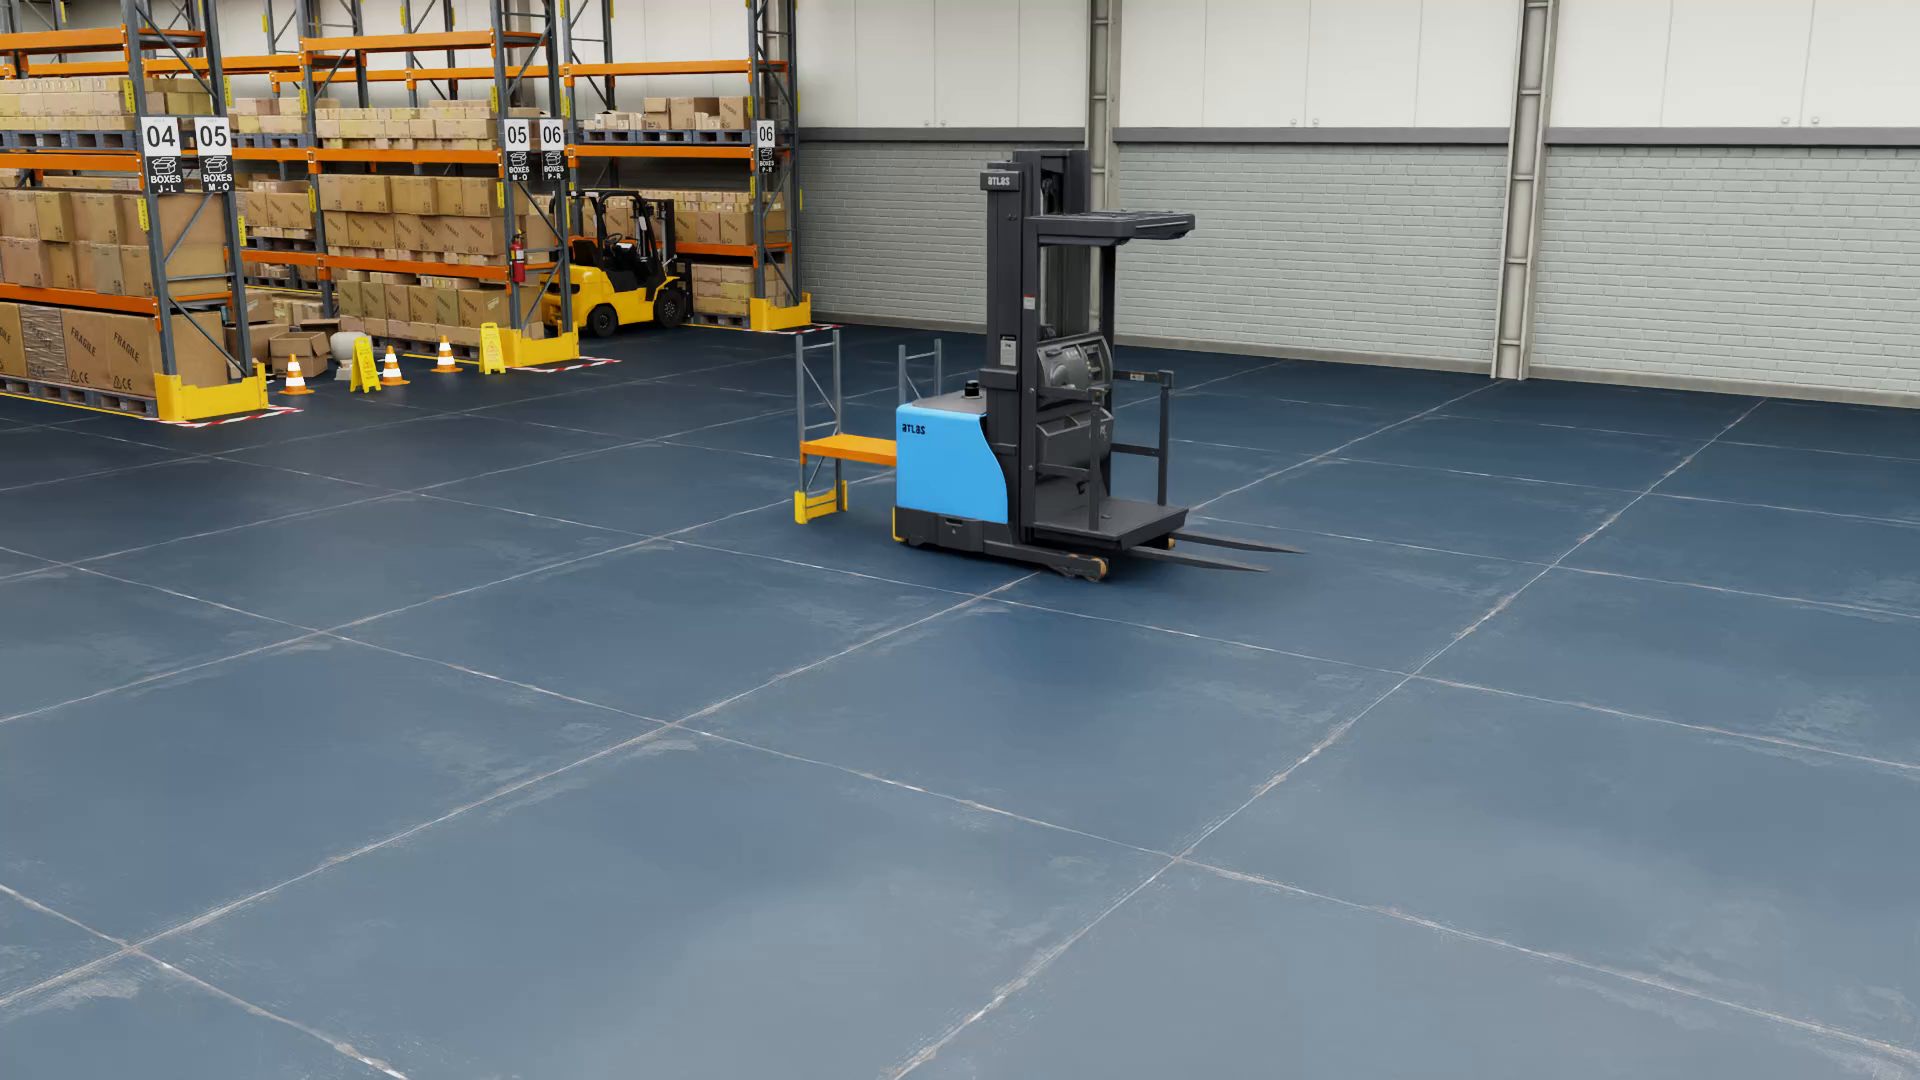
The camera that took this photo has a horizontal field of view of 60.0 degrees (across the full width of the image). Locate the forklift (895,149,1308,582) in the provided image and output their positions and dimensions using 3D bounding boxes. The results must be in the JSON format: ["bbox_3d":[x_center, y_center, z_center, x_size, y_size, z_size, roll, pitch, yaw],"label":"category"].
[{"bbox_3d":[1.001,-1.275,11.876,3.031,2.935,1.130,10,17,34],"label":"forklift"}]

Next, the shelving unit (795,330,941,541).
[{"bbox_3d":[-0.725,-0.853,13.147,1.083,1.500,0.587,10,17,34],"label":"shelving unit"}]

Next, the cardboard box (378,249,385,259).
[{"bbox_3d":[-7.981,-4.059,23.503,0.250,0.149,0.380,9,17,33],"label":"cardboard box"}]

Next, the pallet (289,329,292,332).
[{"bbox_3d":[-10.627,-3.324,25.813,1.213,0.211,1.003,9,17,33],"label":"pallet"}]

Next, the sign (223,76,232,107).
[{"bbox_3d":[-8.009,-4.902,18.157,0.005,0.325,0.100,9,17,33],"label":"sign"}]

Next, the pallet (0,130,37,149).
[{"bbox_3d":[-10.969,-4.711,19.554,1.213,0.211,1.003,9,17,33],"label":"pallet"}]

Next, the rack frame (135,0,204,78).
[{"bbox_3d":[-12.283,-7.859,25.843,0.127,3.000,1.000,9,17,33],"label":"rack frame"}]

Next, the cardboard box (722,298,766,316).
[{"bbox_3d":[-3.444,-3.733,26.510,0.500,0.250,0.500,9,17,33],"label":"cardboard box"}]

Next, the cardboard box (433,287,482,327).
[{"bbox_3d":[-6.890,-3.232,22.924,0.500,0.500,0.500,10,17,35],"label":"cardboard box"}]

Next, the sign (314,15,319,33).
[{"bbox_3d":[-12.530,-10.027,32.329,0.005,0.325,0.100,9,17,33],"label":"sign"}]

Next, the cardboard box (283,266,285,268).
[{"bbox_3d":[-13.611,-5.487,33.806,0.250,0.149,0.380,9,16,32],"label":"cardboard box"}]

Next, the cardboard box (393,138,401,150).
[{"bbox_3d":[-7.561,-5.446,22.863,0.250,0.149,0.380,9,17,33],"label":"cardboard box"}]

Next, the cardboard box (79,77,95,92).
[{"bbox_3d":[-9.211,-4.893,17.884,0.250,0.149,0.380,10,17,34],"label":"cardboard box"}]

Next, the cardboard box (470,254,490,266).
[{"bbox_3d":[-6.346,-3.771,22.338,0.250,0.149,0.380,9,16,32],"label":"cardboard box"}]

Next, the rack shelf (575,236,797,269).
[{"bbox_3d":[-4.537,-4.783,27.400,4.000,0.370,1.077,9,17,33],"label":"rack shelf"}]

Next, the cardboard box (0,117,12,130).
[{"bbox_3d":[-10.685,-4.744,18.942,0.250,0.149,0.380,9,16,32],"label":"cardboard box"}]

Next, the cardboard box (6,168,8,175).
[{"bbox_3d":[-16.193,-6.367,28.662,0.250,0.149,0.380,10,17,34],"label":"cardboard box"}]

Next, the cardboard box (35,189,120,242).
[{"bbox_3d":[-10.019,-3.731,19.091,0.500,0.550,0.875,9,17,33],"label":"cardboard box"}]

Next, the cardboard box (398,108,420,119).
[{"bbox_3d":[-7.381,-5.781,22.553,0.250,0.149,0.380,10,17,34],"label":"cardboard box"}]

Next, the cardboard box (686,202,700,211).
[{"bbox_3d":[-4.178,-5.355,26.657,0.250,0.149,0.380,9,16,31],"label":"cardboard box"}]

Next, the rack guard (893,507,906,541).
[{"bbox_3d":[-0.318,-0.177,13.018,0.087,0.250,0.587,10,17,34],"label":"rack guard"}]

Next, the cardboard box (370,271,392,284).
[{"bbox_3d":[-8.127,-3.728,23.579,0.250,0.149,0.380,10,17,35],"label":"cardboard box"}]

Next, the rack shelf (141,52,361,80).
[{"bbox_3d":[-10.623,-7.047,24.894,4.000,0.370,1.077,9,17,33],"label":"rack shelf"}]

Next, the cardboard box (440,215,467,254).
[{"bbox_3d":[-6.662,-4.153,22.529,0.500,0.500,0.500,9,17,33],"label":"cardboard box"}]

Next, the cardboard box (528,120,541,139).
[{"bbox_3d":[-5.913,-5.522,22.339,0.500,0.250,0.500,9,16,32],"label":"cardboard box"}]

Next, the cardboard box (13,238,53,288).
[{"bbox_3d":[-10.478,-3.270,19.480,0.550,0.550,0.875,9,17,33],"label":"cardboard box"}]

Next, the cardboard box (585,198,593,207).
[{"bbox_3d":[-6.079,-5.669,27.923,0.250,0.149,0.380,9,16,32],"label":"cardboard box"}]

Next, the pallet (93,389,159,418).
[{"bbox_3d":[-9.030,-1.611,18.893,1.213,0.211,1.003,9,17,33],"label":"pallet"}]

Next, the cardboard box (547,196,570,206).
[{"bbox_3d":[-6.828,-5.796,28.439,0.250,0.149,0.380,9,16,32],"label":"cardboard box"}]

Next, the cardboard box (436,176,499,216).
[{"bbox_3d":[-6.606,-4.647,22.443,0.500,0.500,0.700,9,17,33],"label":"cardboard box"}]

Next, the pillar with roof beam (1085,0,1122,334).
[{"bbox_3d":[-0.376,-6.386,19.894,0.400,9.000,9.100,9,17,33],"label":"pillar with roof beam"}]

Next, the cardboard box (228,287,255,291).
[{"bbox_3d":[-11.819,-3.797,26.515,0.625,0.372,0.950,8,16,29],"label":"cardboard box"}]

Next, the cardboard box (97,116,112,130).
[{"bbox_3d":[-8.997,-4.471,17.840,0.250,0.149,0.380,9,17,33],"label":"cardboard box"}]

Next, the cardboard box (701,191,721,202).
[{"bbox_3d":[-3.911,-5.483,26.552,0.250,0.149,0.380,9,17,33],"label":"cardboard box"}]

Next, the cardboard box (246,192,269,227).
[{"bbox_3d":[-10.312,-4.960,24.916,0.500,0.500,0.500,10,17,35],"label":"cardboard box"}]

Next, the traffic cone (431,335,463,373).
[{"bbox_3d":[-6.721,-2.443,21.729,0.334,0.463,0.336,9,17,33],"label":"traffic cone"}]

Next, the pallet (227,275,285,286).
[{"bbox_3d":[-14.420,-5.375,34.099,1.213,0.211,1.003,9,17,33],"label":"pallet"}]

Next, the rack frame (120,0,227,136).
[{"bbox_3d":[-8.323,-5.785,17.467,0.127,3.000,1.000,9,17,33],"label":"rack frame"}]

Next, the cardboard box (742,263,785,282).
[{"bbox_3d":[-3.170,-4.321,26.803,0.500,0.250,0.500,9,16,32],"label":"cardboard box"}]

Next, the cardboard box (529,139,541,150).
[{"bbox_3d":[-5.738,-5.317,22.341,0.250,0.149,0.380,9,17,33],"label":"cardboard box"}]

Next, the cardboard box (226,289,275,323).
[{"bbox_3d":[-9.932,-3.206,23.156,0.500,0.500,0.500,9,17,33],"label":"cardboard box"}]

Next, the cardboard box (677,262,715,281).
[{"bbox_3d":[-4.285,-4.351,26.925,0.500,0.250,0.500,9,17,34],"label":"cardboard box"}]

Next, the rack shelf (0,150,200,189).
[{"bbox_3d":[-9.983,-4.248,18.998,4.000,0.370,1.077,9,17,33],"label":"rack shelf"}]

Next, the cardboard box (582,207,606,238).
[{"bbox_3d":[-5.974,-5.337,27.934,0.500,0.500,0.500,9,16,31],"label":"cardboard box"}]

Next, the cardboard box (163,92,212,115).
[{"bbox_3d":[-8.580,-4.769,18.216,0.500,0.250,0.500,9,17,33],"label":"cardboard box"}]

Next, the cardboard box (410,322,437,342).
[{"bbox_3d":[-7.328,-2.938,23.297,0.500,0.250,0.500,8,16,31],"label":"cardboard box"}]

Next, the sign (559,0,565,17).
[{"bbox_3d":[-6.489,-8.695,27.111,0.005,0.325,0.100,9,17,33],"label":"sign"}]

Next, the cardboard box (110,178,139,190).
[{"bbox_3d":[-13.288,-5.565,26.773,0.500,0.500,0.500,10,17,34],"label":"cardboard box"}]

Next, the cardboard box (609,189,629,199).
[{"bbox_3d":[-5.614,-5.757,27.660,0.250,0.149,0.380,9,16,32],"label":"cardboard box"}]

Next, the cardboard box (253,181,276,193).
[{"bbox_3d":[-10.292,-5.261,24.782,0.250,0.149,0.380,8,16,30],"label":"cardboard box"}]

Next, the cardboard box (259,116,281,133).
[{"bbox_3d":[-9.946,-6.116,24.482,0.500,0.250,0.500,9,17,33],"label":"cardboard box"}]

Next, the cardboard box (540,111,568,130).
[{"bbox_3d":[-6.933,-7.114,28.181,0.500,0.311,0.500,9,16,31],"label":"cardboard box"}]

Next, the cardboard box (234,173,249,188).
[{"bbox_3d":[-14.683,-7.130,33.515,0.500,0.500,0.500,10,17,34],"label":"cardboard box"}]

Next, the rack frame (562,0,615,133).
[{"bbox_3d":[-6.196,-8.313,27.676,0.127,3.000,1.000,9,17,33],"label":"rack frame"}]

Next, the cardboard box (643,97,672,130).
[{"bbox_3d":[-4.639,-6.877,26.821,0.637,0.503,0.797,10,17,35],"label":"cardboard box"}]

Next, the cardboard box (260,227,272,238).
[{"bbox_3d":[-10.201,-4.606,24.836,0.250,0.149,0.380,9,17,33],"label":"cardboard box"}]

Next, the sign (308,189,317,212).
[{"bbox_3d":[-9.270,-4.861,23.809,0.005,0.325,0.100,9,17,33],"label":"sign"}]
